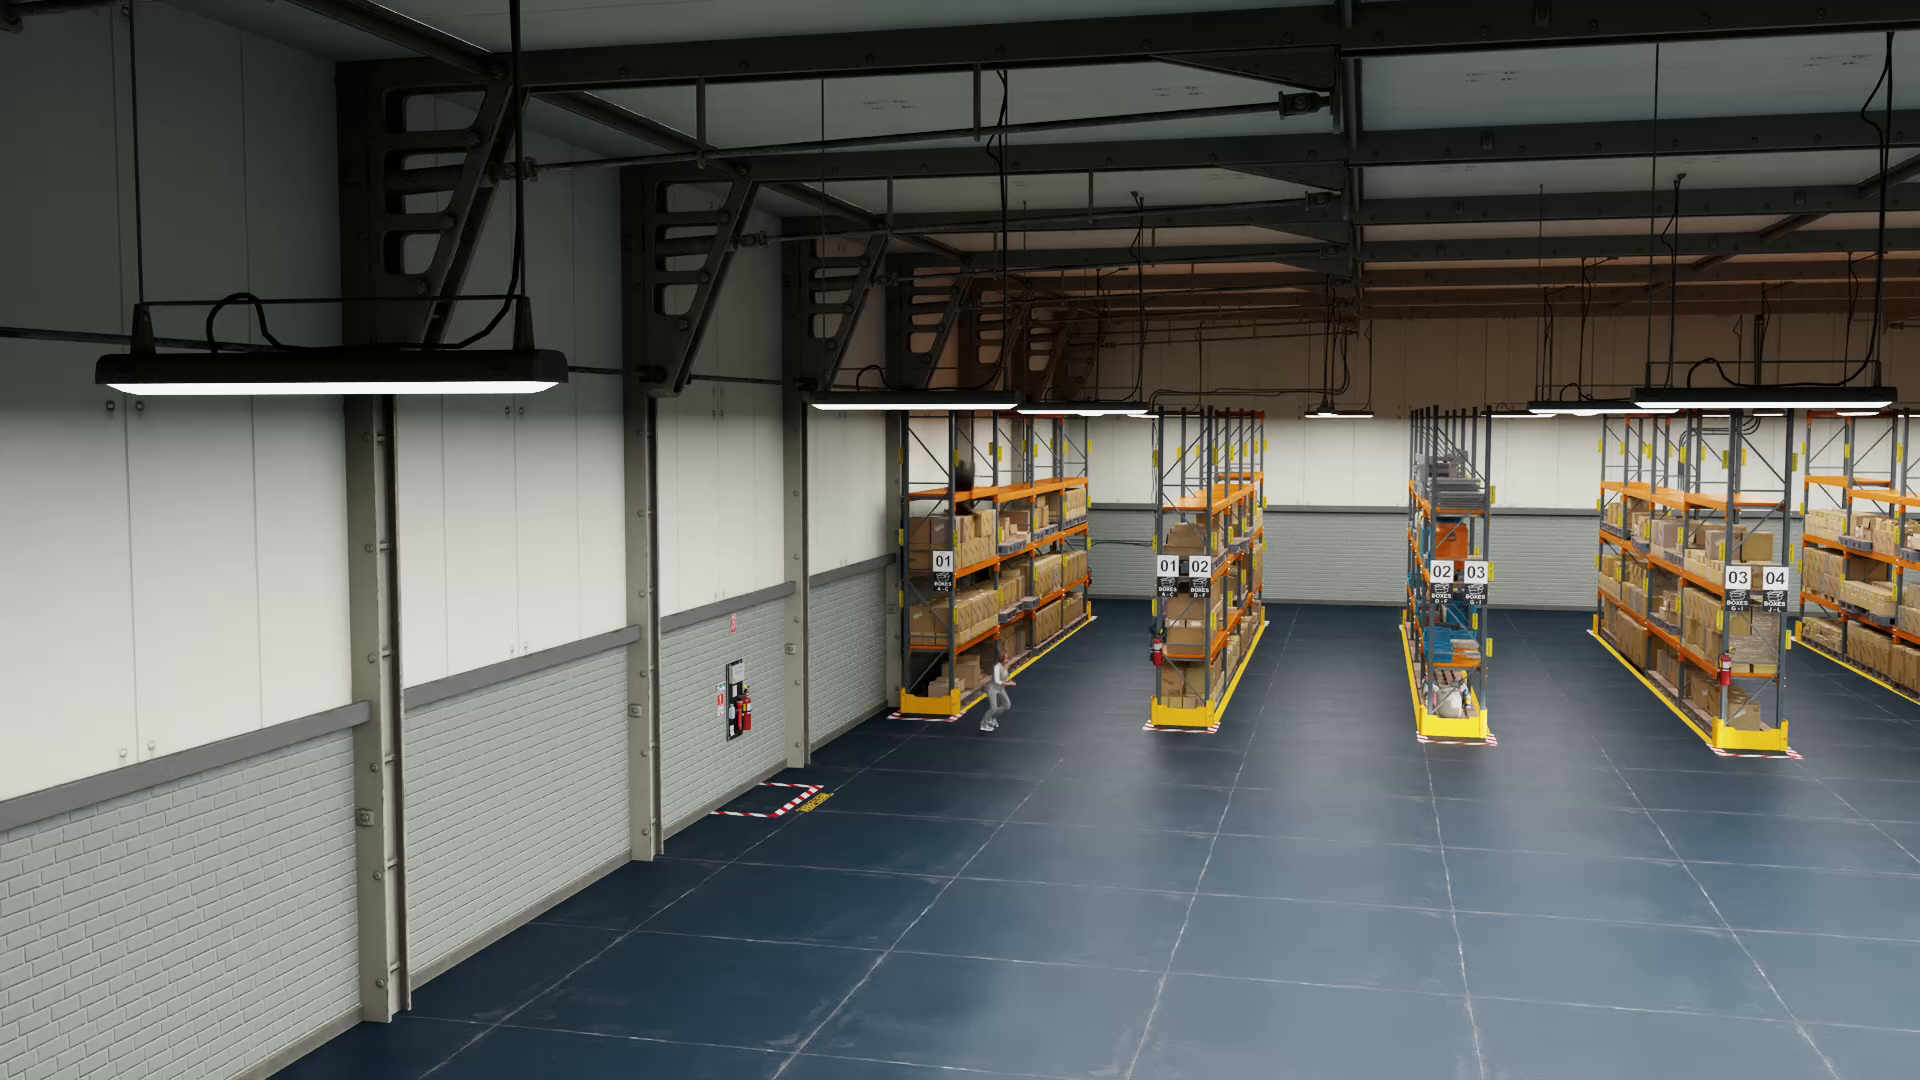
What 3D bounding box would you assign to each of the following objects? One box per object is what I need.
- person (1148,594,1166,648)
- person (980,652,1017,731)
[{"bbox_3d":[4.980,2.013,41.606,0.550,1.378,1.035,3,5,32],"label":"person"},{"bbox_3d":[0.712,2.785,30.602,0.776,1.499,0.530,3,5,33],"label":"person"}]
